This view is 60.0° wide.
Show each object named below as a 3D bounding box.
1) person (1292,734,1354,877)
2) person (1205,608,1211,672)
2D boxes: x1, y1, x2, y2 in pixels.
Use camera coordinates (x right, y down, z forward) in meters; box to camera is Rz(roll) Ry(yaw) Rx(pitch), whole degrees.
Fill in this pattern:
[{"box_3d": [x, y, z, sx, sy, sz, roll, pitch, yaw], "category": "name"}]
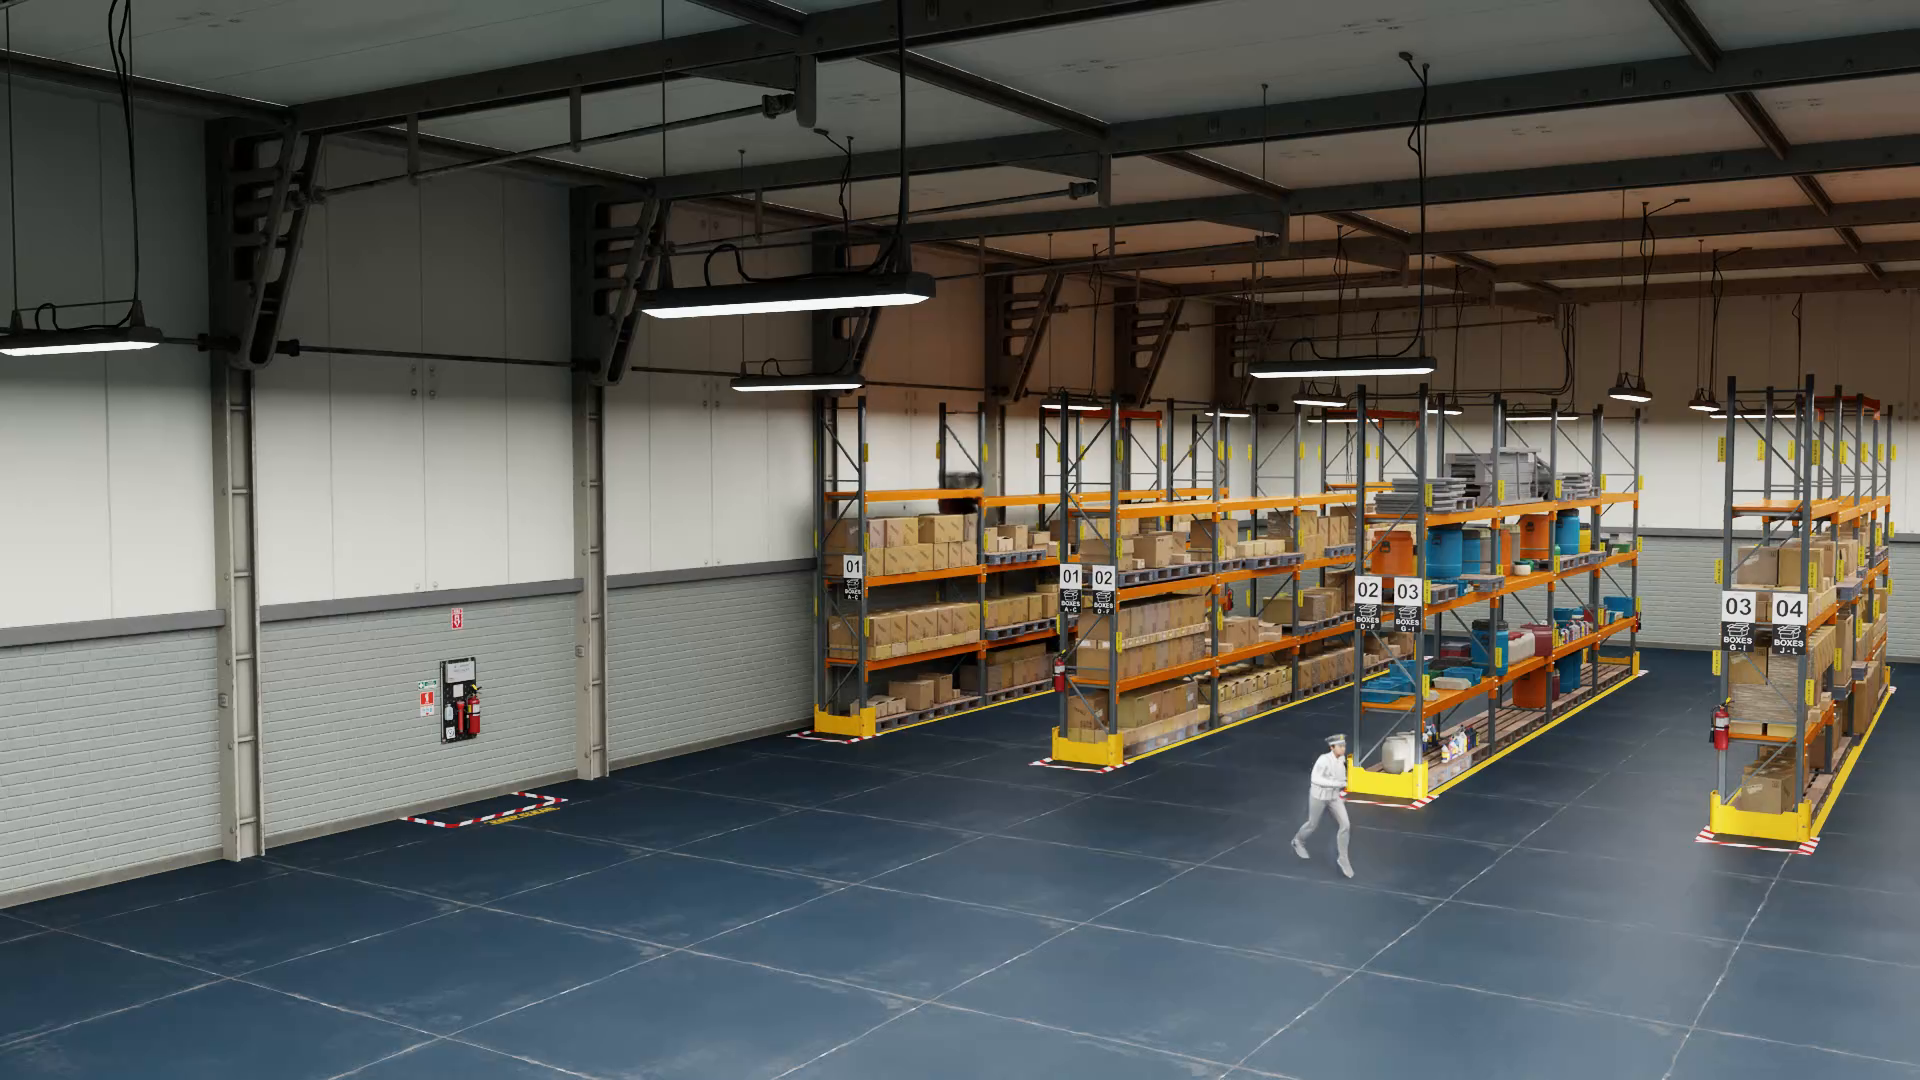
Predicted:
[{"box_3d": [4.345, 3.129, 19.975, 0.582, 1.695, 0.992, -2, 3, -29], "category": "person"}, {"box_3d": [5.345, 2.291, 35.276, 0.727, 1.750, 0.877, 2, 3, 27], "category": "person"}]
